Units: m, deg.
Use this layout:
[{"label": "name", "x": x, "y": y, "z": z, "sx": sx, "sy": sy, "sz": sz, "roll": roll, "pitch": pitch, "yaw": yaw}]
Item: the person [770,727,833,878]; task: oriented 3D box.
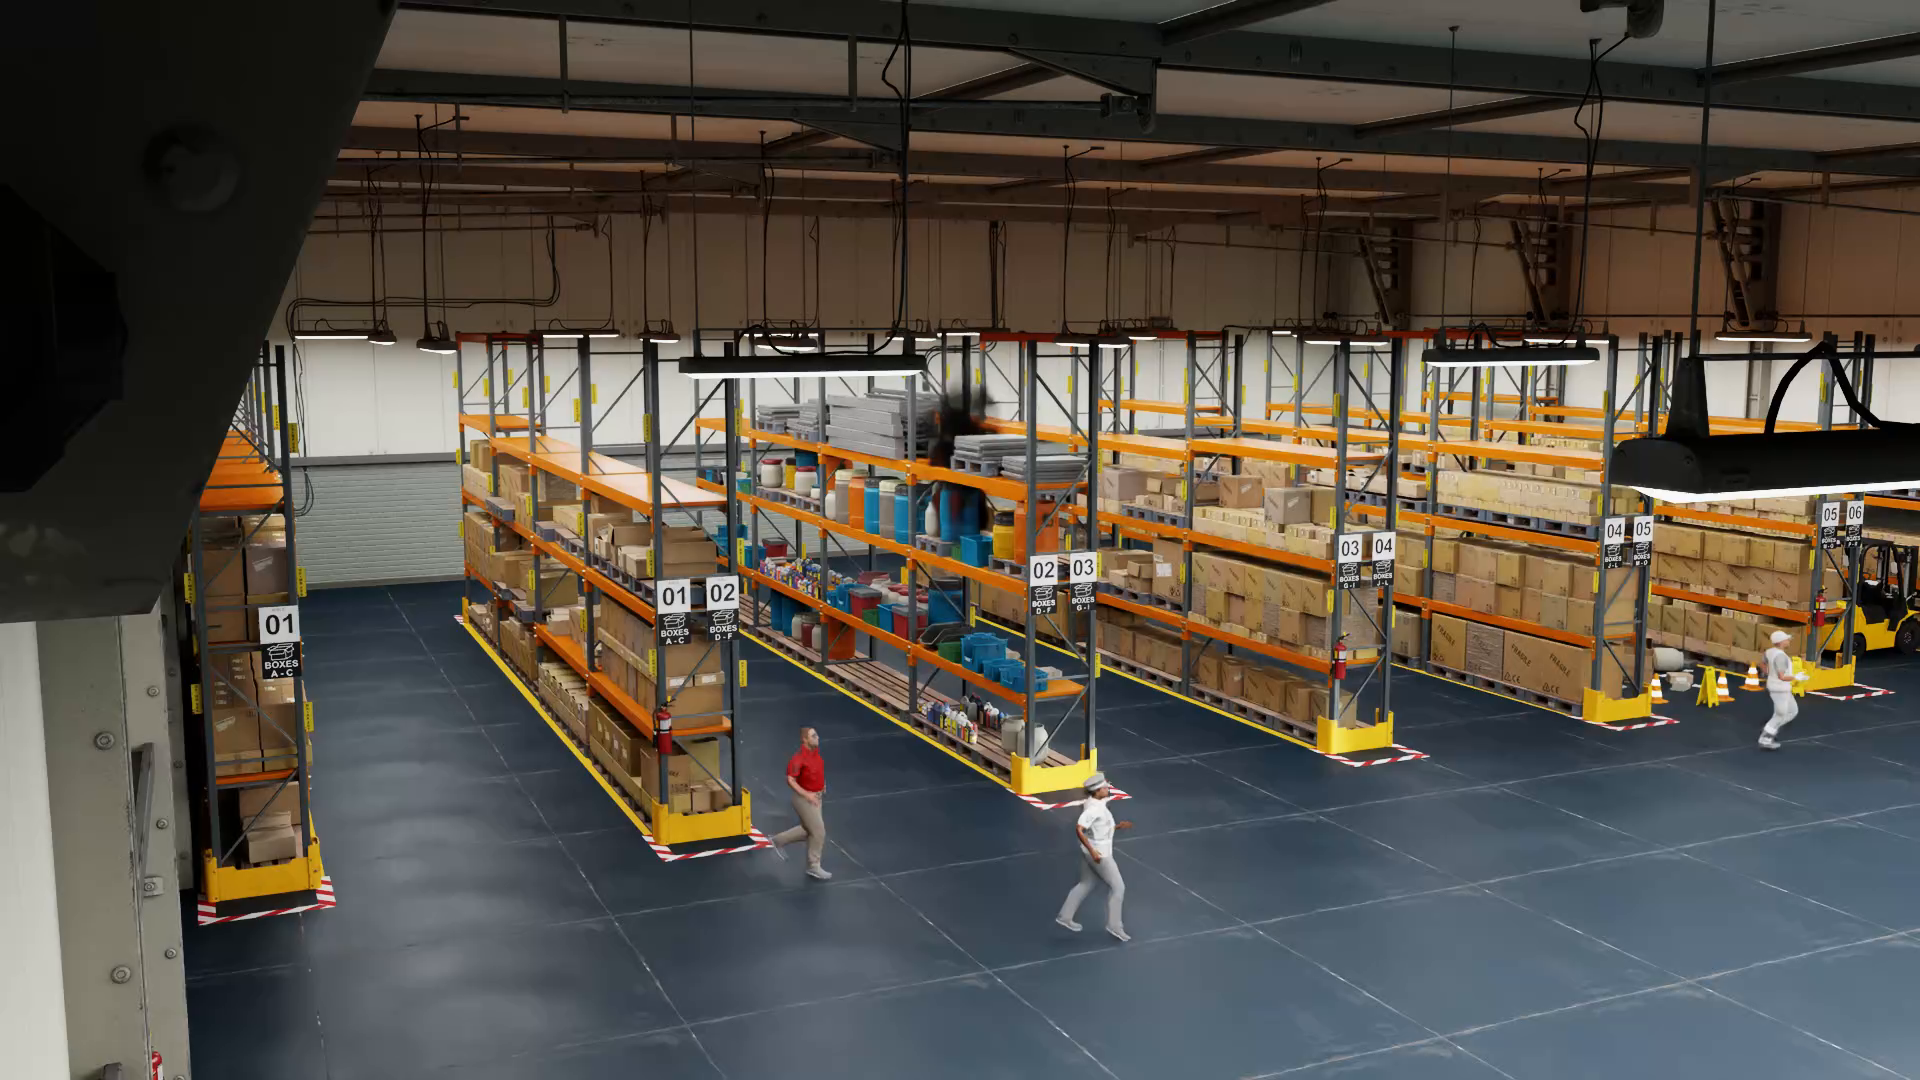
[{"label": "person", "x": -1.808, "y": 2.958, "z": 18.898, "sx": 0.766, "sy": 1.734, "sz": 0.677, "roll": 2, "pitch": 8, "yaw": 14}]

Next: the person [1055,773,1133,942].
[{"label": "person", "x": 1.370, "y": 3.227, "z": 16.898, "sx": 0.781, "sy": 1.755, "sz": 0.549, "roll": -1, "pitch": 8, "yaw": -6}]

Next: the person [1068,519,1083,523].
[{"label": "person", "x": 2.742, "y": -0.044, "z": 41.671, "sx": 0.592, "sy": 1.553, "sz": 0.723, "roll": -2, "pitch": 8, "yaw": -13}]

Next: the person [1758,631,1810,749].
[{"label": "person", "x": 12.013, "y": 2.191, "z": 24.247, "sx": 0.612, "sy": 1.759, "sz": 0.639, "roll": 2, "pitch": 8, "yaw": 18}]
